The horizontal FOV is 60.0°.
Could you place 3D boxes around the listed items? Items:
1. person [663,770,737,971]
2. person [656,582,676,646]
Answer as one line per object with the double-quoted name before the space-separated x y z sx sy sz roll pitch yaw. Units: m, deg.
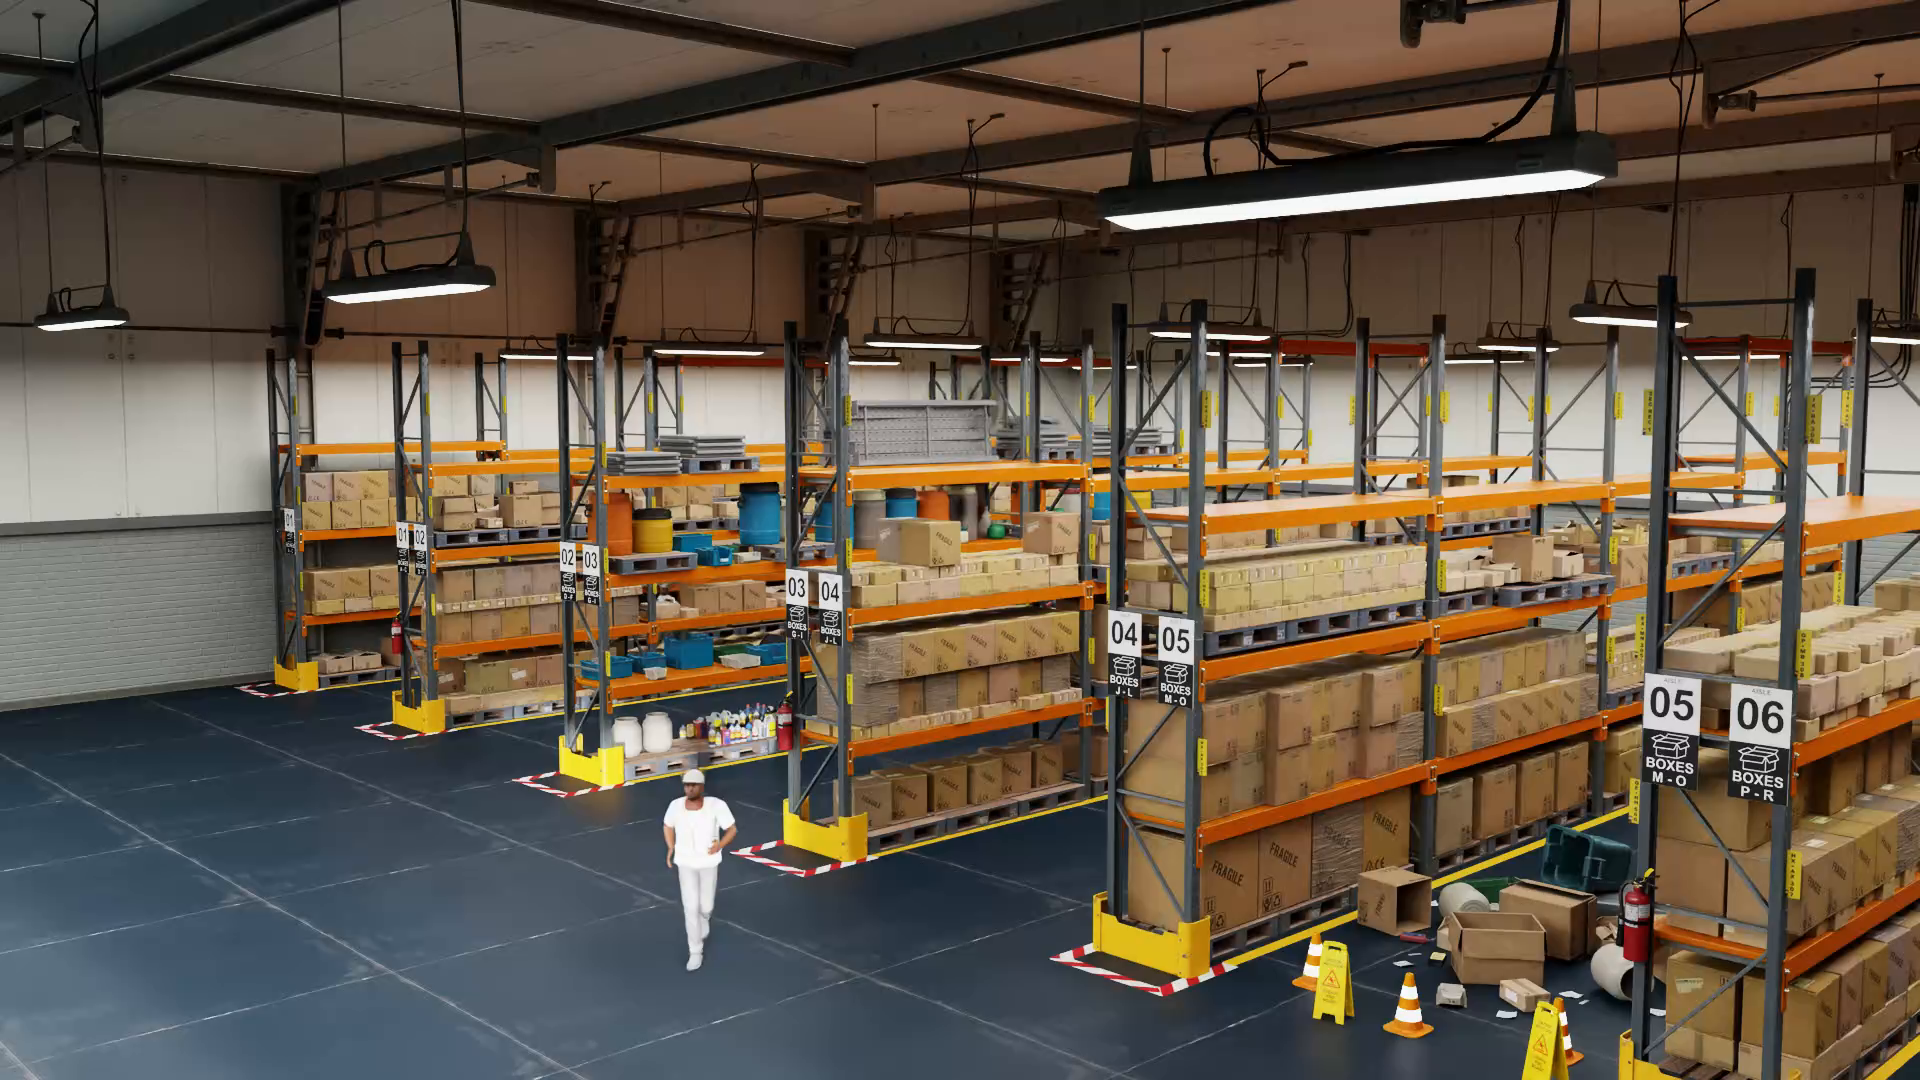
"person" -2.398 2.973 15.300 0.690 1.766 0.844 0 5 -3
"person" -5.592 1.608 31.515 0.588 1.657 0.800 3 6 35
